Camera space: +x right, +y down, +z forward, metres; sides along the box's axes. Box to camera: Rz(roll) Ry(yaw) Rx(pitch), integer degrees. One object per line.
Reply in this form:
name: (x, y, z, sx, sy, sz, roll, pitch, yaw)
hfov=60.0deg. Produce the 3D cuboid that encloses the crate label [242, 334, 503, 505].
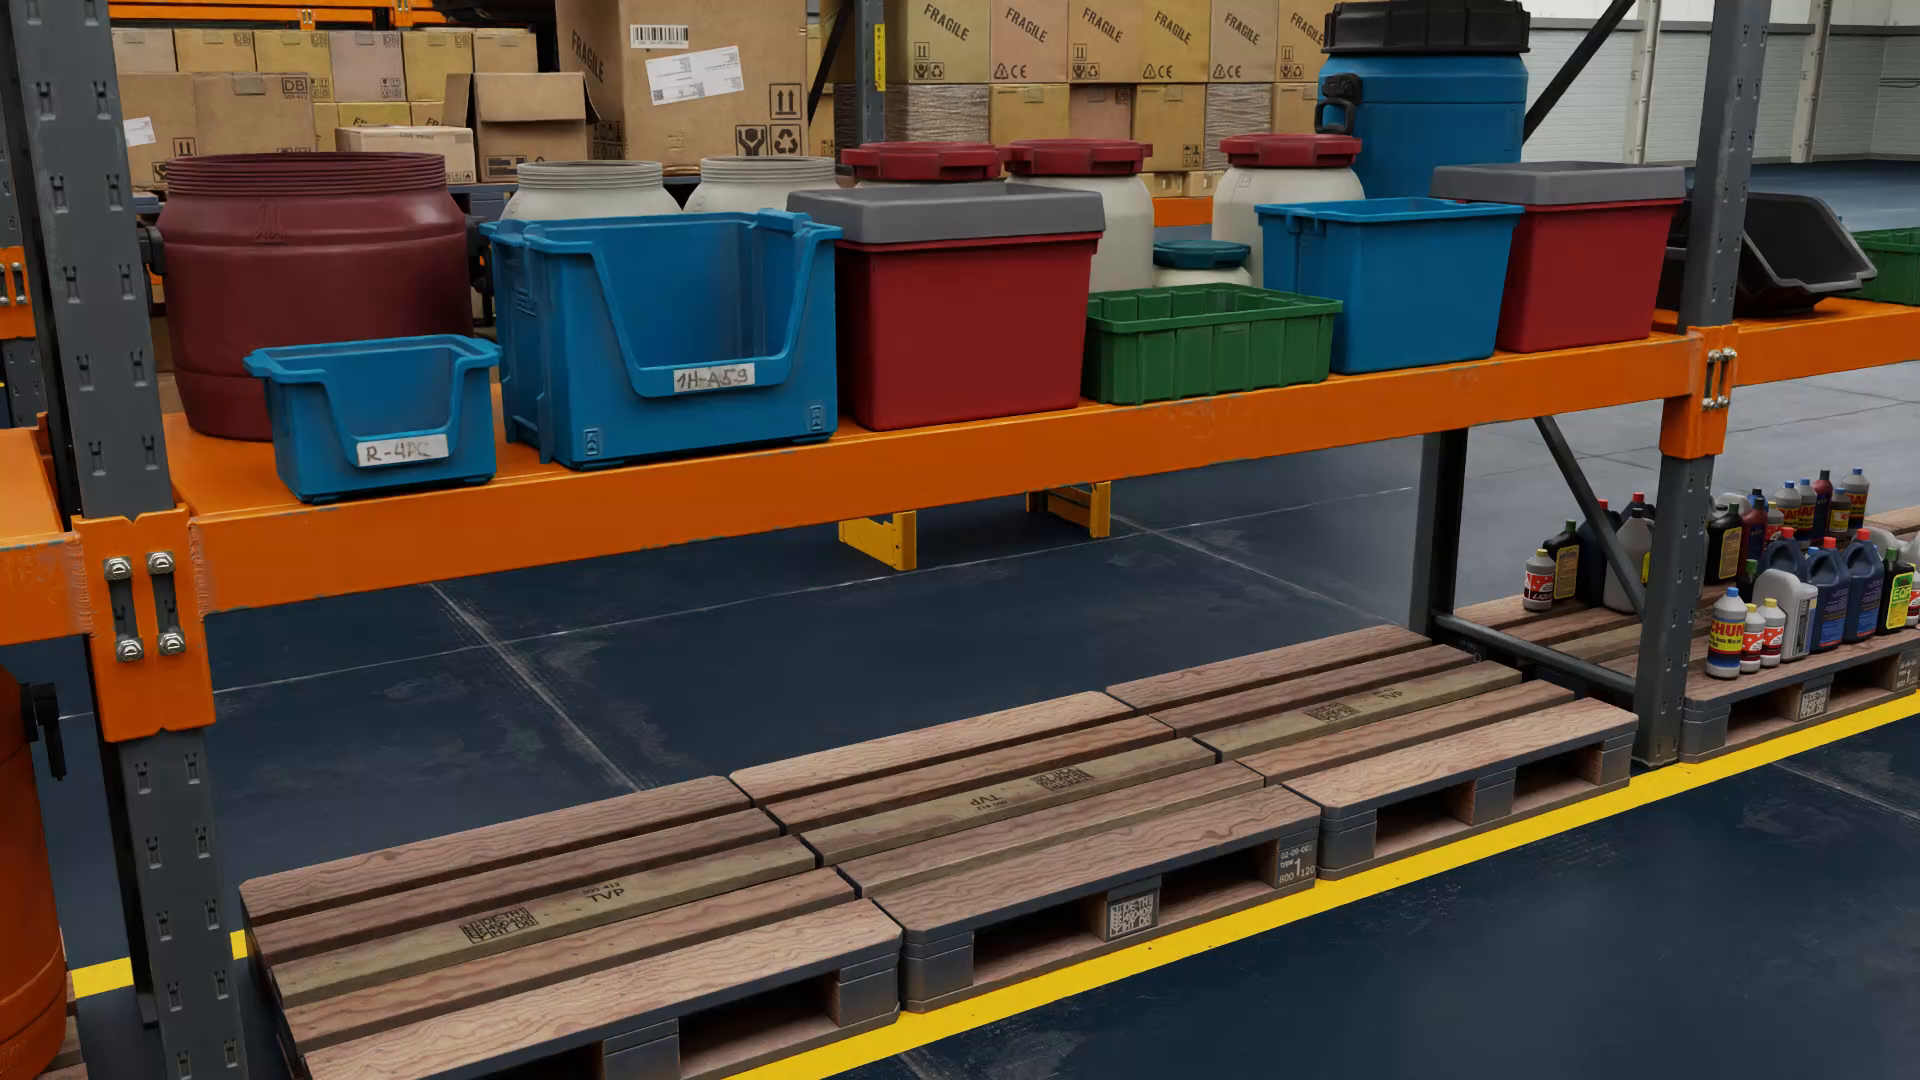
crate label: (-1.021, -0.216, 2.932, 0.416, 0.233, 0.303, -9, 18, -30)

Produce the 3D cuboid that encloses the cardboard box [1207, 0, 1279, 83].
cardboard box: (1.532, -2.982, 9.901, 0.500, 0.500, 0.500, -9, 18, -30)

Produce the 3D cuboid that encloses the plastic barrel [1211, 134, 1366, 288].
plastic barrel: (0.921, -0.864, 4.682, 0.433, 0.535, 0.433, 0, 16, 0)

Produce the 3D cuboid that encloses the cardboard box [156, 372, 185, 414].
cardboard box: (-3.562, -0.576, 7.725, 0.500, 0.500, 0.700, -10, 19, -33)

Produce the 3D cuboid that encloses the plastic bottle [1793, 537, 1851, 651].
plastic bottle: (2.759, 0.167, 5.349, 0.185, 0.351, 0.144, -9, 18, -28)

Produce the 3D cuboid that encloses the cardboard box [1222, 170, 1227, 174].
cardboard box: (1.531, -2.197, 10.154, 0.250, 0.149, 0.380, -9, 18, -30)

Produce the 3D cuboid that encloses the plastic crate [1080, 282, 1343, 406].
plastic crate: (0.506, -0.471, 3.925, 0.662, 0.188, 0.450, -9, 18, -30)

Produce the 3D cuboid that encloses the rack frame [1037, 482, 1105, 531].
rack frame: (0.509, -0.805, 7.502, 0.032, 1.500, 0.500, -9, 18, -30)

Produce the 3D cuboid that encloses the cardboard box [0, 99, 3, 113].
cardboard box: (-8.725, -4.166, 15.199, 0.500, 0.500, 0.500, -10, 18, -31)

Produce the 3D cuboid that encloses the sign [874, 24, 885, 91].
sign: (-0.408, -2.456, 8.469, 0.005, 0.325, 0.100, -9, 18, -30)

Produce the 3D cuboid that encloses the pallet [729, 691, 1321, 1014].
pallet: (0.154, 0.751, 4.339, 1.213, 0.211, 1.003, -9, 18, -30)

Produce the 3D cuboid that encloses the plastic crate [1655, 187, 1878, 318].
plastic crate: (2.368, -0.894, 5.156, 0.504, 0.338, 0.767, -9, 18, -30)

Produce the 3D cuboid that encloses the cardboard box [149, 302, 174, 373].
cardboard box: (-3.567, -0.940, 7.632, 0.500, 0.250, 0.500, -8, 18, -27)

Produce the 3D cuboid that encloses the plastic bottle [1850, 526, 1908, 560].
plastic bottle: (3.188, 0.087, 5.774, 0.135, 0.276, 0.152, -9, 18, -30)

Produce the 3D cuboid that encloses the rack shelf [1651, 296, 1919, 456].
rack shelf: (3.568, -0.812, 6.082, 4.000, 0.370, 1.077, -9, 18, -30)

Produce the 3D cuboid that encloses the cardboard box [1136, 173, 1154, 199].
cardboard box: (0.921, -2.077, 9.729, 0.250, 0.149, 0.380, -9, 18, -30)

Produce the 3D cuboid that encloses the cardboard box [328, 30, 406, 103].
cardboard box: (-4.461, -3.505, 12.319, 0.500, 0.500, 0.700, -9, 18, -29)

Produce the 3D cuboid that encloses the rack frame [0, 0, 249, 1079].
rack frame: (-1.575, -0.324, 3.010, 0.127, 3.000, 1.000, -9, 18, -30)

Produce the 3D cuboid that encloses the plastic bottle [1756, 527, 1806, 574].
plastic bottle: (2.685, 0.134, 5.468, 0.185, 0.351, 0.144, -9, 18, -30)

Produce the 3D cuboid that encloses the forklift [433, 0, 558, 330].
forklift: (-2.695, -2.423, 10.622, 3.031, 2.935, 1.130, -9, 18, -29)

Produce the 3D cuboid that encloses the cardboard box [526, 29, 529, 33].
cardboard box: (-4.418, -5.133, 17.573, 0.500, 0.500, 0.700, -10, 18, -31)

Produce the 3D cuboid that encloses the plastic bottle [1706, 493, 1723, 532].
plastic bottle: (2.699, -0.045, 6.104, 0.185, 0.351, 0.144, -9, 18, -30)

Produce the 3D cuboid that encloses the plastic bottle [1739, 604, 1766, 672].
plastic bottle: (2.440, 0.298, 5.158, 0.097, 0.201, 0.097, 0, 16, 0)

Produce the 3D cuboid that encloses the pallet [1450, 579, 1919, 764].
pallet: (2.451, 0.378, 5.668, 1.213, 0.211, 1.003, -9, 18, -30)

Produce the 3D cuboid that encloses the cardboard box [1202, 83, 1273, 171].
cardboard box: (1.428, -2.547, 10.202, 0.500, 0.500, 0.875, -9, 18, -30)

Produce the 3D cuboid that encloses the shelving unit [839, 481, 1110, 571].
shelving unit: (0.065, -0.733, 7.245, 1.083, 1.500, 0.587, -9, 18, -30)

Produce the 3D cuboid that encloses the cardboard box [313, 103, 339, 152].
cardboard box: (-4.775, -2.890, 11.978, 0.500, 0.500, 0.500, -9, 18, -30)

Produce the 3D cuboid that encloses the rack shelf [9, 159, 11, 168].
rack shelf: (-7.515, -3.695, 16.366, 4.000, 0.370, 1.077, -9, 18, -30)

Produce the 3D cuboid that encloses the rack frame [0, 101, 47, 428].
rack frame: (-4.126, -1.470, 7.098, 0.127, 3.000, 1.000, -9, 18, -30)

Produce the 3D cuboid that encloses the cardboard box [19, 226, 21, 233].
cardboard box: (-8.740, -2.776, 15.847, 0.625, 0.372, 0.950, -11, 19, -33)

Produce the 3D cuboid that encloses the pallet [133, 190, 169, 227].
pallet: (-3.570, -1.502, 7.565, 1.003, 0.211, 1.213, -9, 18, -30)

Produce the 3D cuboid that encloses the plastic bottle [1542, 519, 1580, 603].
plastic bottle: (2.096, 0.072, 5.812, 0.133, 0.283, 0.061, -8, 18, -27)

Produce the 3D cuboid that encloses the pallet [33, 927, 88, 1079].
pallet: (-2.229, 1.137, 2.961, 1.213, 0.211, 1.003, -9, 18, -30)

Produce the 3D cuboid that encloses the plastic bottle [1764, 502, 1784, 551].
plastic bottle: (3.103, -0.046, 6.385, 0.097, 0.201, 0.097, 0, 16, 0)

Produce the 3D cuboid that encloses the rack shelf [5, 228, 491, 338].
rack shelf: (-2.411, -1.402, 8.187, 4.000, 0.370, 1.077, -9, 18, -30)

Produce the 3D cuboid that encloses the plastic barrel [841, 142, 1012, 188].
plastic barrel: (-0.079, -0.702, 4.103, 0.433, 0.535, 0.433, 0, 16, 0)

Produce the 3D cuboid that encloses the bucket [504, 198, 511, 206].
bucket: (-4.236, -2.896, 15.433, 0.620, 0.611, 0.726, -13, 17, -8)

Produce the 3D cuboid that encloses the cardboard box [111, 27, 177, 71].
cardboard box: (-5.771, -3.292, 11.560, 0.500, 0.500, 0.700, -10, 18, -31)

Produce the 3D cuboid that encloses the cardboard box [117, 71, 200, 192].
cardboard box: (-3.683, -1.805, 7.329, 0.500, 0.500, 0.500, -12, 20, -36)

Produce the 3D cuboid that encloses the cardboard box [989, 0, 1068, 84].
cardboard box: (0.247, -2.773, 9.155, 0.500, 0.500, 0.500, -9, 18, -30)

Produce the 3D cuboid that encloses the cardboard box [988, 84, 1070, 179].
cardboard box: (0.167, -2.327, 9.419, 0.500, 0.500, 0.875, -9, 18, -30)

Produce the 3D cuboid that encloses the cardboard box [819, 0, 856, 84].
cardboard box: (-0.453, -2.825, 9.343, 0.500, 0.500, 0.500, -9, 18, -30)

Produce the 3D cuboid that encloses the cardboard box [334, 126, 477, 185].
cardboard box: (-2.571, -1.780, 7.703, 0.500, 0.250, 0.500, -10, 18, -31)

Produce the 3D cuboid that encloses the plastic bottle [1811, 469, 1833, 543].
plastic bottle: (3.364, -0.133, 6.545, 0.133, 0.283, 0.061, -9, 18, -29)

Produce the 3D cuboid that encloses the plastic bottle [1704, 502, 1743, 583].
plastic bottle: (2.774, 0.008, 6.041, 0.133, 0.283, 0.061, -9, 18, -30)

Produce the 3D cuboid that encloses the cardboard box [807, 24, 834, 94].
cardboard box: (-1.435, -4.046, 14.006, 0.500, 0.550, 0.875, -9, 18, -30)

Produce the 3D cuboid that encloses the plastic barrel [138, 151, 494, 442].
plastic barrel: (-1.333, -0.525, 3.472, 0.708, 0.536, 0.600, -9, 18, -30)

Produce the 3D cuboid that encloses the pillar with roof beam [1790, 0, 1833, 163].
pillar with roof beam: (21.940, -12.198, 34.252, 0.400, 9.000, 9.100, -9, 18, -30)

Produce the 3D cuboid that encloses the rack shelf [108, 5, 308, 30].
rack shelf: (-10.075, -6.287, 20.056, 4.000, 0.370, 1.077, -9, 18, -30)

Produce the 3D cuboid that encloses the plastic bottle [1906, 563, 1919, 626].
plastic bottle: (3.176, 0.179, 5.584, 0.097, 0.201, 0.097, 0, 16, 0)
